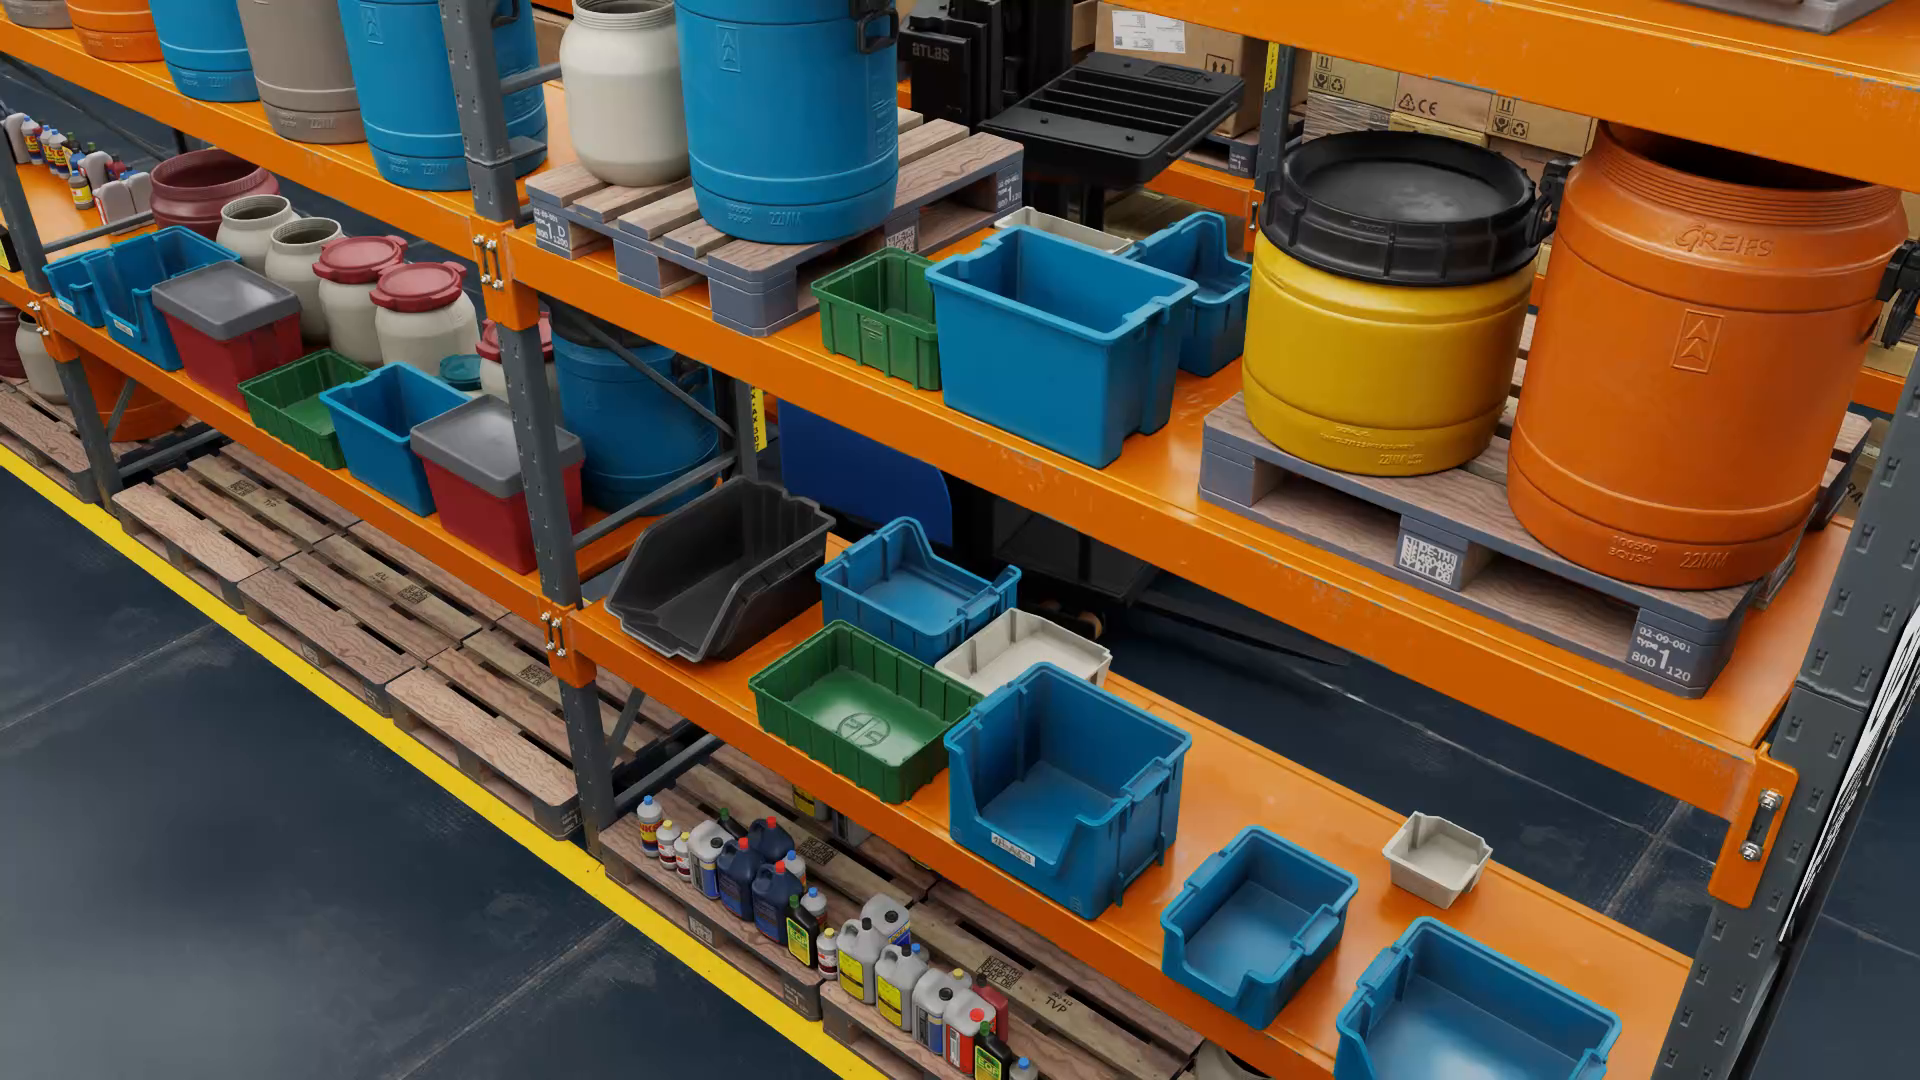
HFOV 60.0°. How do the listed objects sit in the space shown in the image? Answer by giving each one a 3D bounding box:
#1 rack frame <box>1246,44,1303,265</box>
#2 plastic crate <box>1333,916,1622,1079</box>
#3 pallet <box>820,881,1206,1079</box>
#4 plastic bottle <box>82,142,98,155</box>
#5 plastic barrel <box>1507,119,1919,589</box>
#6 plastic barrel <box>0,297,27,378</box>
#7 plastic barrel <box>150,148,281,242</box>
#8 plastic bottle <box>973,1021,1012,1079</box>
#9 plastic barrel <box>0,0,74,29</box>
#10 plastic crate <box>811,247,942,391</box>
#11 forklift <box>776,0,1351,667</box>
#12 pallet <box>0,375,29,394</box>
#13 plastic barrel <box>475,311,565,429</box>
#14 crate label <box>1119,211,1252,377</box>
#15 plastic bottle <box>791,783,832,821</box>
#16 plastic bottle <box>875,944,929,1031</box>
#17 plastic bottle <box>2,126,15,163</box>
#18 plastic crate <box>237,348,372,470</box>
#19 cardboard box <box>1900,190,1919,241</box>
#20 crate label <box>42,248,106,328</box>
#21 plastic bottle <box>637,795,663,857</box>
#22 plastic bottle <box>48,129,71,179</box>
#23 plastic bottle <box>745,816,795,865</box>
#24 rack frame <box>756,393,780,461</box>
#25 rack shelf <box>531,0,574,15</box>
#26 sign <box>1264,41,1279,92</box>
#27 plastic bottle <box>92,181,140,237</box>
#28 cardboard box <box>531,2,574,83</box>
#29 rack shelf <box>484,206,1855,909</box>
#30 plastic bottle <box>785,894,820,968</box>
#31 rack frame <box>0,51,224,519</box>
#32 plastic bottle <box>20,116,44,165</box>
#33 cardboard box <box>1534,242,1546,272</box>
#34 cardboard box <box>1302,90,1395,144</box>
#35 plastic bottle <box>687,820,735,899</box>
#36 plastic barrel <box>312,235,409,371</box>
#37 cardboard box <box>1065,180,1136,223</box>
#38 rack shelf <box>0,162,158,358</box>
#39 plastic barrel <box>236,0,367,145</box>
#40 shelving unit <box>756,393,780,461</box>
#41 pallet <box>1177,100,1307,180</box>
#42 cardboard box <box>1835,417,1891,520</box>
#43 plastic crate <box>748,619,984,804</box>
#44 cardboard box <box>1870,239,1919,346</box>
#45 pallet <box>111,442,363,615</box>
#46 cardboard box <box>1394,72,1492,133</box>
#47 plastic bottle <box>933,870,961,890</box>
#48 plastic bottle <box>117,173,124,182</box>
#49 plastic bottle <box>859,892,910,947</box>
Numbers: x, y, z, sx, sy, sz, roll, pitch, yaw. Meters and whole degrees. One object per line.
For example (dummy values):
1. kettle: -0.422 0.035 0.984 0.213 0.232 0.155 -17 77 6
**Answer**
1. rack frame: 1.998 -2.294 9.441 0.127 3.000 1.000 25 42 32
2. plastic crate: 1.327 1.319 4.310 0.616 0.251 0.499 25 42 32
3. pallet: 0.260 1.713 6.069 1.213 0.211 1.003 25 42 32
4. plastic bottle: -4.800 -2.074 9.223 0.133 0.283 0.061 25 42 32
5. plastic barrel: 1.448 -0.398 3.280 0.708 0.830 0.600 25 42 32
6. plastic barrel: -5.500 -1.346 9.820 0.708 0.588 0.600 25 42 32
7. plastic barrel: -3.695 -1.608 8.322 0.708 0.536 0.600 25 42 32
8. plastic bottle: 0.110 1.739 5.579 0.133 0.283 0.061 26 42 33
9. plastic barrel: -3.753 -2.640 6.852 0.600 0.901 0.600 0 34 0
10. plastic crate: -0.133 -0.599 4.510 0.450 0.188 0.336 25 42 32
11. forklift: 0.603 -1.043 7.680 3.031 2.935 1.130 18 38 24
12. pallet: -5.811 -1.148 10.236 1.213 0.211 1.003 25 42 32
13. plastic barrel: -1.766 -0.638 6.909 0.433 0.535 0.433 0 34 0
14. crate label: 0.676 -0.688 4.583 0.408 0.251 0.502 25 42 32
15. plastic bottle: -0.584 0.942 6.681 0.185 0.351 0.144 25 42 32
16. plastic bottle: -0.202 1.534 5.818 0.185 0.351 0.144 27 43 34
17. plastic bottle: -5.551 -2.312 9.511 0.185 0.351 0.144 25 42 32
18. plastic crate: -2.690 -0.560 7.103 0.662 0.188 0.450 25 42 32
19. cardboard box: 4.103 -1.692 7.330 0.500 0.500 0.500 25 42 32
20. crate label: -4.161 -1.204 8.001 0.416 0.233 0.303 25 42 32
21. plastic bottle: -1.207 1.110 6.506 0.097 0.271 0.097 0 34 0
22. plastic bottle: -5.078 -2.186 9.397 0.097 0.271 0.097 0 34 0
23. plastic bottle: -0.724 1.181 6.332 0.185 0.351 0.144 25 42 32
24. rack frame: -1.082 -0.982 9.121 0.015 1.200 0.240 29 44 35
25. rack shelf: -2.613 -4.171 12.810 4.000 0.370 1.077 25 42 32
26. sign: 1.646 -2.529 8.760 0.005 0.325 0.100 25 42 32
27. plastic bottle: -4.468 -1.768 8.785 0.135 0.276 0.152 25 42 32
28. cardboard box: -2.958 -3.943 13.348 0.875 0.875 1.225 24 41 30
29. rack shelf: 0.366 -0.355 4.603 4.000 0.370 1.077 25 42 32
30. plastic bottle: -0.571 1.418 6.046 0.133 0.283 0.061 27 43 34
31. rack frame: -4.245 -1.588 8.413 0.127 3.000 1.000 25 42 32
32. plastic bottle: -5.330 -2.305 9.570 0.097 0.271 0.097 0 34 0
33. cardboard box: 2.947 -1.540 8.565 0.250 0.149 0.380 25 42 32
34. cardboard box: 2.304 -2.268 9.052 0.500 0.500 0.875 25 42 32
35. plastic bottle: -0.941 1.213 6.351 0.135 0.276 0.152 27 43 33
36. plastic barrel: -2.662 -1.060 7.524 0.433 0.535 0.433 0 34 0
37. cardboard box: 0.755 -2.061 10.920 0.500 0.500 0.700 21 40 28
38. rack shelf: -5.782 -2.016 9.672 4.000 0.370 1.077 25 42 32
39. plastic barrel: -2.203 -1.909 5.788 0.600 0.901 0.600 0 34 0
40. shelving unit: -0.906 -0.887 8.981 0.503 1.200 0.258 29 44 35
41. pallet: 1.504 -2.555 9.991 1.213 0.211 1.003 25 42 32
42. cardboard box: 4.603 -0.222 8.260 0.500 0.500 0.500 -25 42 -32
43. plastic crate: -0.308 0.562 5.469 0.662 0.188 0.450 25 42 32
44. cardboard box: 4.206 -1.349 7.714 0.500 0.500 0.875 25 42 32
45. pallet: -3.675 -0.141 8.769 1.213 0.211 1.003 25 42 32
46. cardboard box: 2.566 -2.416 8.385 0.500 0.500 0.500 25 42 32
47. plastic bottle: -0.041 1.200 6.363 0.133 0.283 0.061 25 42 32
48. plastic bottle: -4.517 -1.893 9.032 0.097 0.201 0.097 0 34 0
49. plastic bottle: -0.269 1.424 6.045 0.135 0.276 0.152 25 42 32
